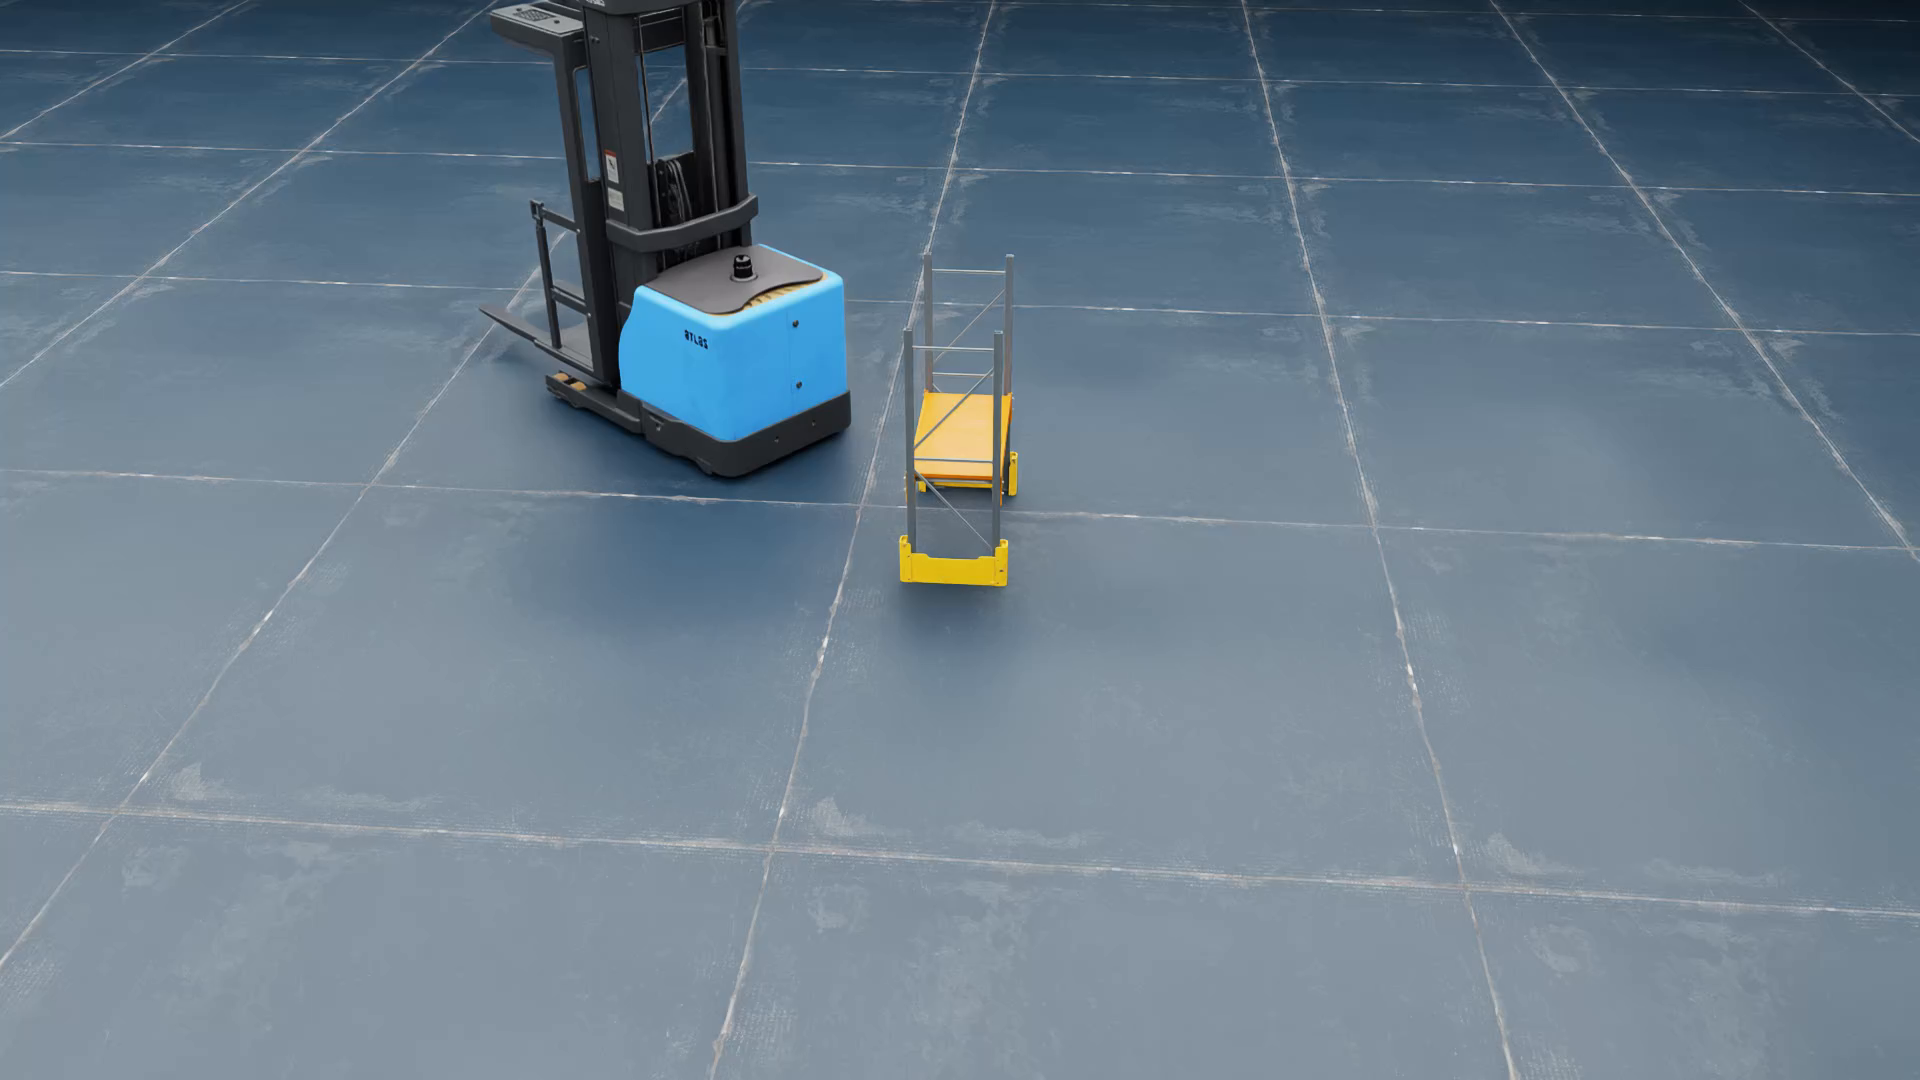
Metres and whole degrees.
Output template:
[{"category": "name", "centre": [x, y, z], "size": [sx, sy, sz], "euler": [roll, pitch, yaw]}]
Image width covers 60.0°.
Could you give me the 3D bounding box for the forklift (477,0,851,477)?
[{"category": "forklift", "centre": [-2.105, -2.292, 10.456], "size": [3.031, 2.935, 1.130], "euler": [27, 41, 36]}]

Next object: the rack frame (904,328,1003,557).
[{"category": "rack frame", "centre": [-0.034, -0.417, 8.778], "size": [0.500, 1.500, 0.032], "euler": [2, 32, 4]}]

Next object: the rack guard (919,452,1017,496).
[{"category": "rack guard", "centre": [0.047, -0.407, 9.952], "size": [0.587, 0.250, 0.087], "euler": [2, 32, 4]}]

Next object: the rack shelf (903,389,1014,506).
[{"category": "rack shelf", "centre": [0.007, -0.530, 9.304], "size": [0.538, 0.185, 1.000], "euler": [2, 32, 4]}]

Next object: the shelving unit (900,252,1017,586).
[{"category": "shelving unit", "centre": [0.006, -0.678, 9.201], "size": [0.587, 1.500, 1.083], "euler": [2, 32, 4]}]

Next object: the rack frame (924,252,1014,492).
[{"category": "rack frame", "centre": [0.048, -0.949, 9.641], "size": [0.500, 1.500, 0.032], "euler": [2, 32, 4]}]

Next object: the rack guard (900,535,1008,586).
[{"category": "rack guard", "centre": [-0.034, 0.114, 9.107], "size": [0.587, 0.250, 0.087], "euler": [2, 32, 4]}]
